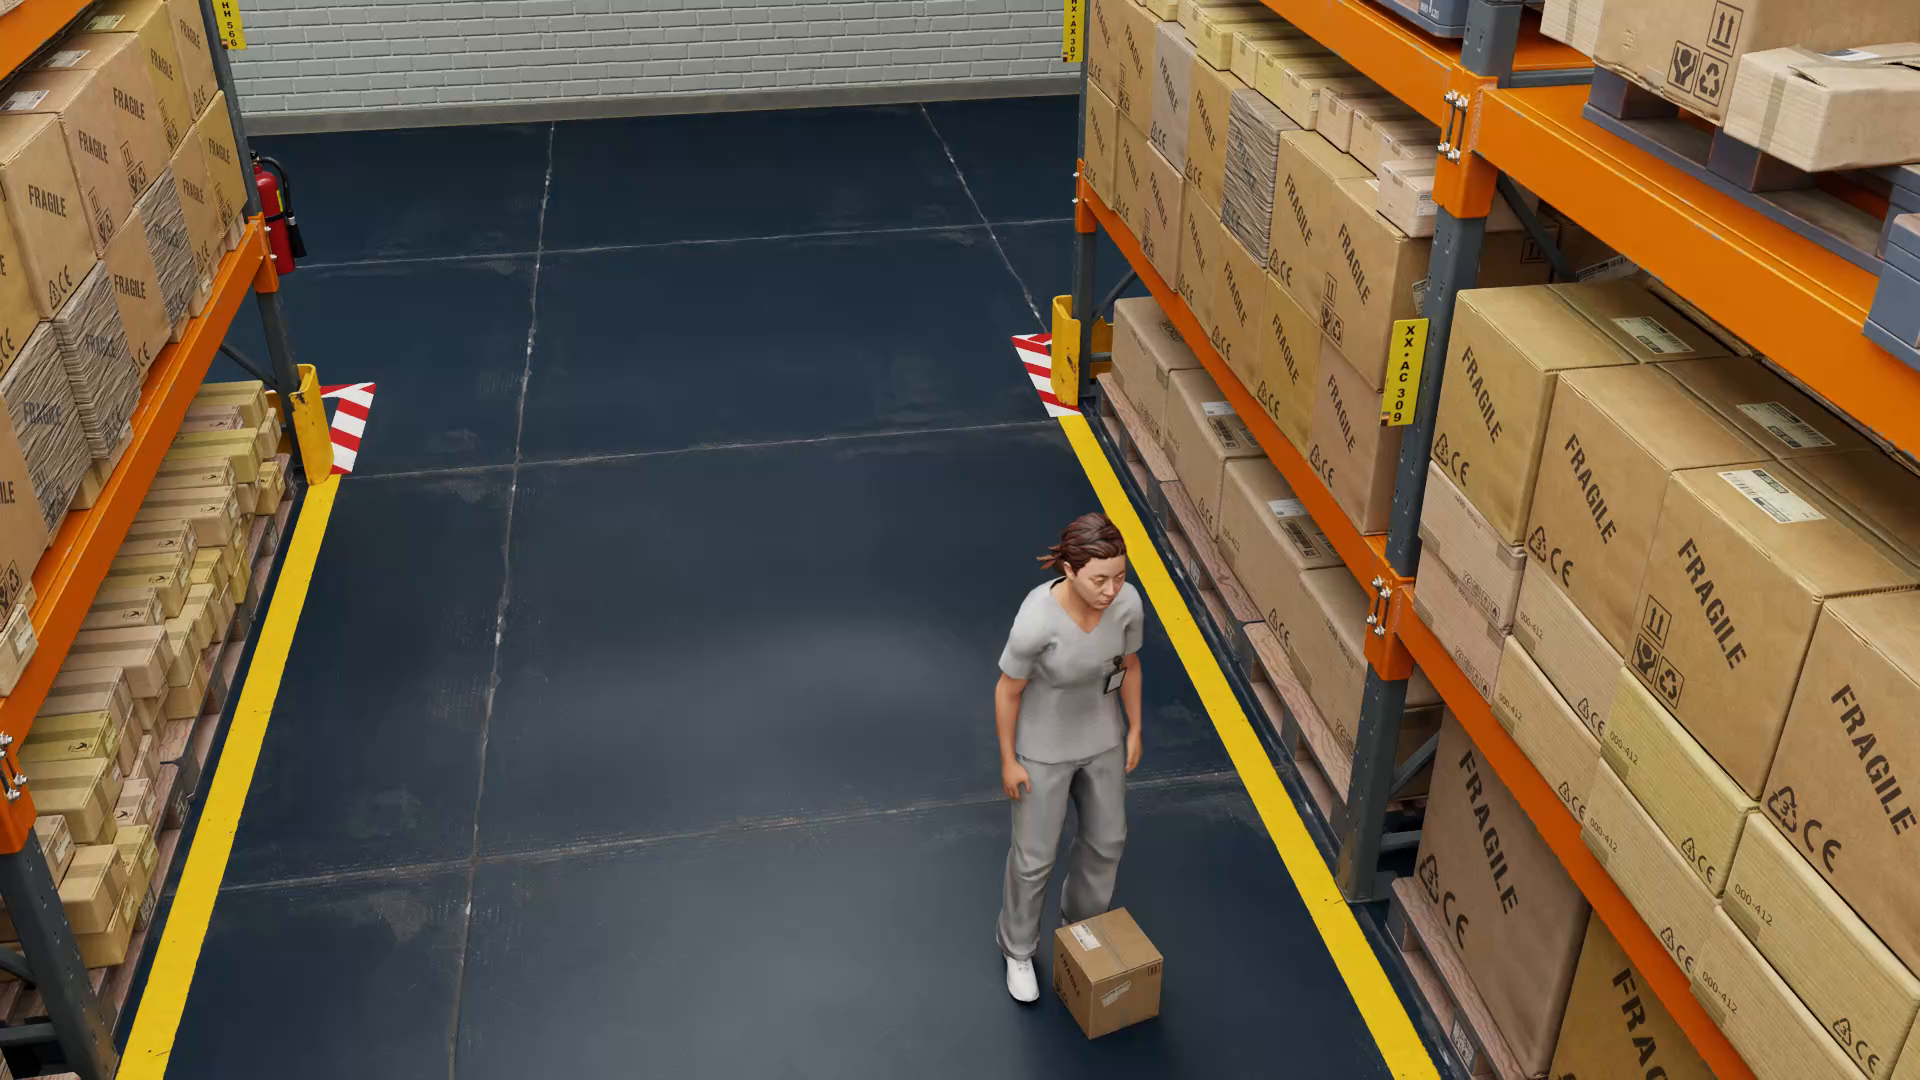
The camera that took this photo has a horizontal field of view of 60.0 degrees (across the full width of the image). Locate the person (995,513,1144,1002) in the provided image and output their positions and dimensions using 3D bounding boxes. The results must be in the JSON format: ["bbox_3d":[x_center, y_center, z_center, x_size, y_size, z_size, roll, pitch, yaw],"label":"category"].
[{"bbox_3d":[0.341,0.639,5.062,0.486,1.672,0.363,-13,33,-20],"label":"person"}]
